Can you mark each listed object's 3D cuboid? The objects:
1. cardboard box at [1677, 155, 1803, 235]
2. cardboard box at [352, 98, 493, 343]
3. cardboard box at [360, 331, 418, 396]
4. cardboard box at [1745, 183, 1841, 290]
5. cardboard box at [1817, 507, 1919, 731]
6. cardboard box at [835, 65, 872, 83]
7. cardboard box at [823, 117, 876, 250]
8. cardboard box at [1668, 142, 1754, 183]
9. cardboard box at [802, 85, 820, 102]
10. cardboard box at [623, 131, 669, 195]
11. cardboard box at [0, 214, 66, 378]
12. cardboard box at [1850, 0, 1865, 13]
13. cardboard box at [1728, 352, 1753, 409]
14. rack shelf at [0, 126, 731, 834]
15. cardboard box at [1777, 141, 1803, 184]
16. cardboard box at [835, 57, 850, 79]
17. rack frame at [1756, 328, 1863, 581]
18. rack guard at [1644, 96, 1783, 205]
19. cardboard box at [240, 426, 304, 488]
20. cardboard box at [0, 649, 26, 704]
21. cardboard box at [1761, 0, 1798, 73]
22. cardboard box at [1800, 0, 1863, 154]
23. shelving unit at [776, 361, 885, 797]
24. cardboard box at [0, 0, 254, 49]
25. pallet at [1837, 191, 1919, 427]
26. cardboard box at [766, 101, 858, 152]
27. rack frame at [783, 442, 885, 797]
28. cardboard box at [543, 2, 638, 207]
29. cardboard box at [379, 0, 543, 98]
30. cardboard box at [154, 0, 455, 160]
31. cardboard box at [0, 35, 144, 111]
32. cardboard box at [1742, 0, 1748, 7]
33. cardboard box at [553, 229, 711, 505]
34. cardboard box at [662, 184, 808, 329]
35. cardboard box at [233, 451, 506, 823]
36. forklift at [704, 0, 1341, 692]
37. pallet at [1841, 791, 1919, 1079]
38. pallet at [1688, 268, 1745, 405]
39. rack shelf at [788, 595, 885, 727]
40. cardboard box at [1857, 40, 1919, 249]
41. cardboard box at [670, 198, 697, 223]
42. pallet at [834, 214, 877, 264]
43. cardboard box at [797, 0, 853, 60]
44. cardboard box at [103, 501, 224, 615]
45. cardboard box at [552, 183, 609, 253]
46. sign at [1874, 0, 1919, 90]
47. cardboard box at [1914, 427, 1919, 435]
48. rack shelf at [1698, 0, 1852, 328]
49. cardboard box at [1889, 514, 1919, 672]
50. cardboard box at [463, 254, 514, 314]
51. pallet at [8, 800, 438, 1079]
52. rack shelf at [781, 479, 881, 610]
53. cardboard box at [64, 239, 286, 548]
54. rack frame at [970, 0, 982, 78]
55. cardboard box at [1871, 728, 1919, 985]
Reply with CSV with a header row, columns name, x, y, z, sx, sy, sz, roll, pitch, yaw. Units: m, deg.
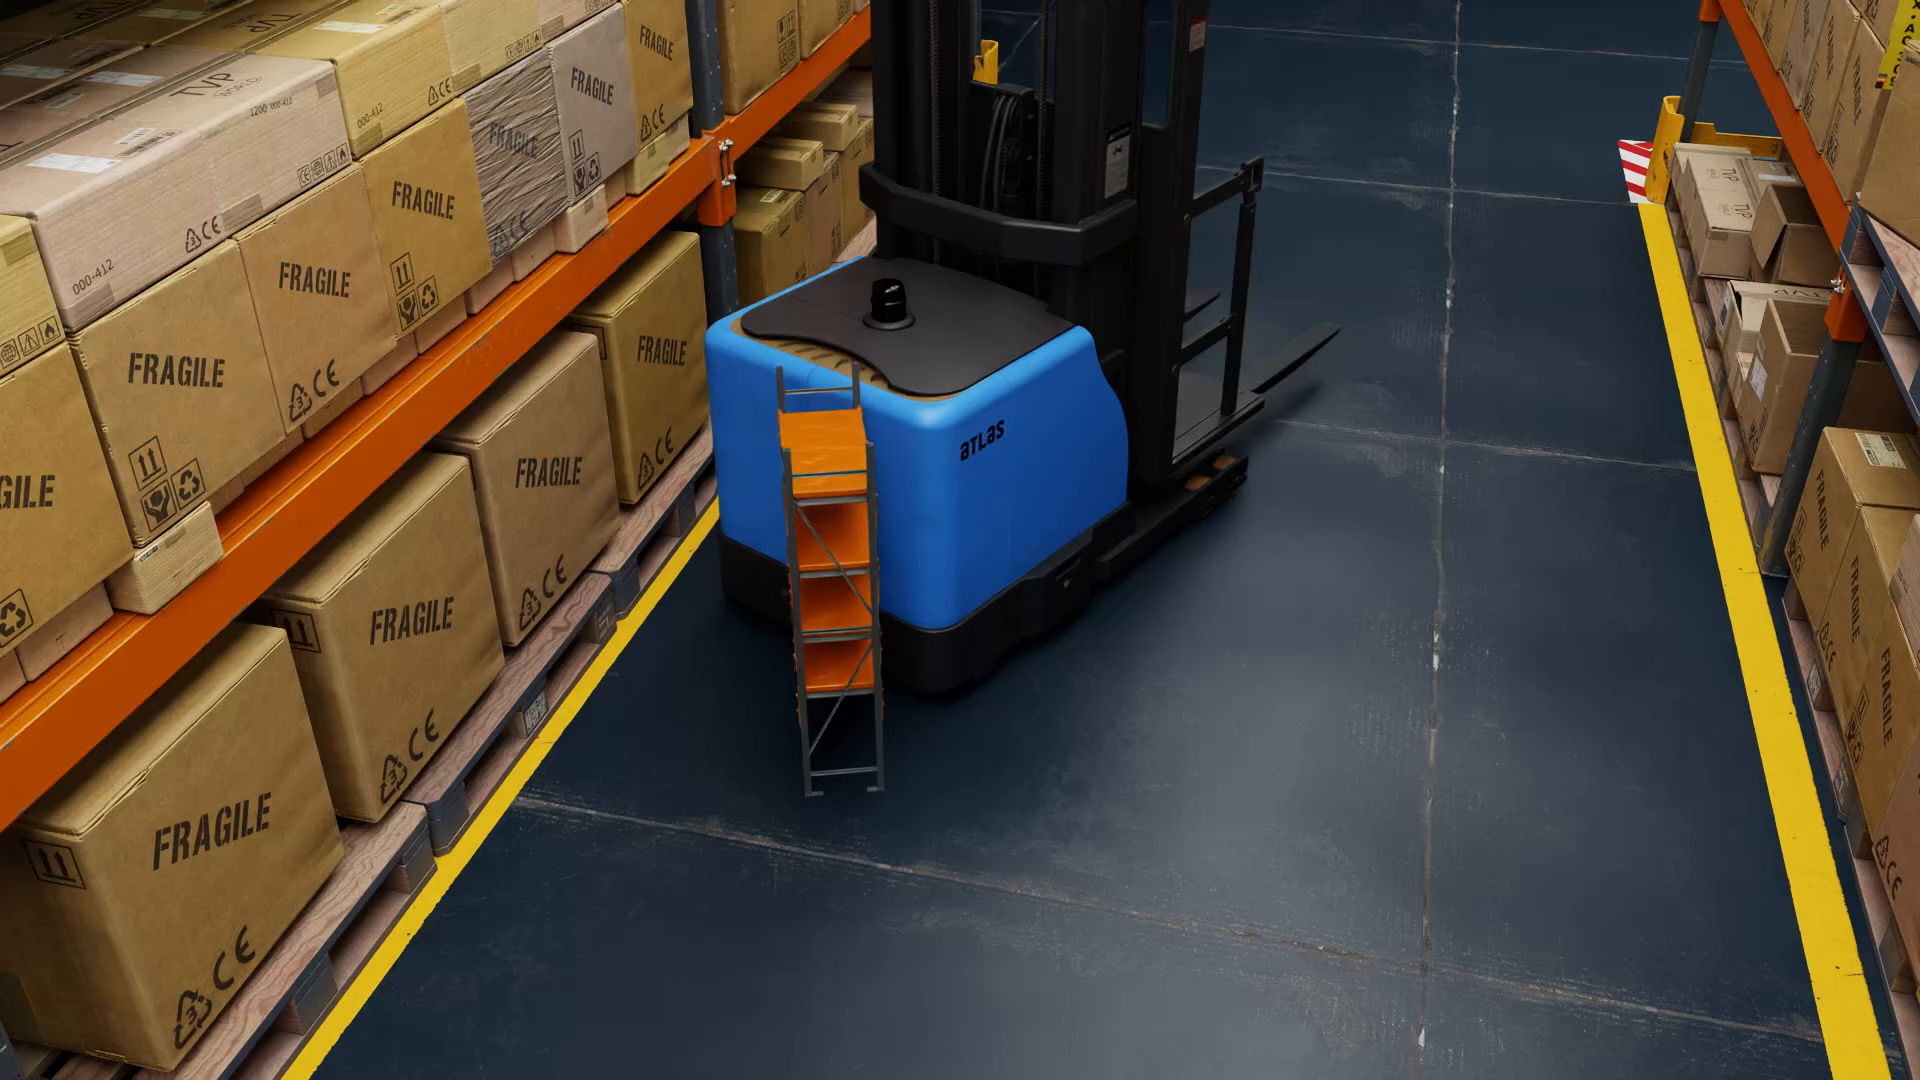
name,x,y,z,sx,sy,sz,roll,pitch,yaw
cardboard box,3.884,-1.694,8.272,0.500,0.250,0.500,8,33,12
cardboard box,-1.635,-0.885,4.458,0.500,0.500,0.500,9,34,14
cardboard box,-1.713,-0.532,4.507,0.380,0.149,0.250,8,33,13
cardboard box,3.880,-1.204,7.265,0.797,0.503,0.637,8,33,12
cardboard box,2.925,0.269,4.950,0.500,0.500,0.500,8,33,13
cardboard box,-0.577,-2.330,9.058,0.700,0.500,0.500,8,33,12
cardboard box,-0.832,-1.791,8.210,0.700,0.500,0.500,9,33,14
cardboard box,3.985,-1.984,8.822,0.380,0.149,0.250,8,33,12
cardboard box,-0.932,-2.297,8.402,0.380,0.149,0.250,8,33,13
cardboard box,-1.237,-1.323,5.750,0.380,0.149,0.250,9,33,13
cardboard box,-2.027,-0.401,2.997,0.500,0.250,0.500,9,33,14
cardboard box,3.413,-2.124,5.770,0.500,0.500,0.500,7,33,11
cardboard box,3.315,-0.616,6.670,0.380,0.149,0.250,8,33,12
rack shelf,-1.892,-0.427,4.796,1.077,0.370,4.000,8,33,12
cardboard box,4.524,-1.987,8.499,0.500,0.500,0.500,8,33,12
cardboard box,-0.804,-2.563,8.819,0.380,0.149,0.250,8,33,13
rack frame,3.408,-1.096,5.178,1.000,3.000,0.127,8,33,12
rack guard,4.404,-2.077,9.052,1.175,0.500,0.348,8,33,12
cardboard box,-1.868,-0.274,4.100,0.380,0.149,0.250,9,33,13
cardboard box,-2.092,0.265,3.252,0.380,0.149,0.250,8,33,12
cardboard box,3.671,-2.232,6.872,0.500,0.500,0.500,8,33,13
cardboard box,3.416,-1.700,6.035,0.500,0.500,0.500,9,34,14
shelving unit,-0.381,0.129,4.928,0.258,1.200,0.503,-4,33,-6
cardboard box,-2.138,-1.255,4.339,0.500,0.250,0.500,7,33,11
pallet,3.100,-0.615,4.601,1.003,0.211,1.213,8,33,12
cardboard box,-0.700,-1.963,7.875,0.380,0.149,0.250,7,33,11
rack frame,-0.349,0.259,4.724,0.240,1.200,0.015,-4,33,-6
cardboard box,-1.378,-1.405,5.275,0.500,0.500,0.500,8,33,13
cardboard box,-1.524,-1.455,4.655,0.500,0.250,0.500,9,33,13
cardboard box,-1.653,-1.191,4.239,0.500,0.250,0.500,7,33,11
cardboard box,-2.267,-0.990,3.924,0.500,0.250,0.500,7,33,11
cardboard box,3.930,-2.751,7.688,0.500,0.500,0.500,8,33,12
cardboard box,-1.424,-0.684,6.142,0.750,0.750,0.750,8,33,13
cardboard box,-1.095,-1.265,7.382,0.700,0.500,0.500,8,33,13
cardboard box,-1.857,0.220,4.721,0.750,0.750,0.750,8,33,12
forklift,0.472,-1.472,5.834,1.130,2.935,3.031,23,39,32
pallet,2.931,1.143,4.255,1.003,0.211,1.213,8,33,12
pallet,3.891,-0.911,7.486,1.003,0.211,1.213,8,33,12
rack shelf,-0.381,0.354,5.071,0.258,0.148,0.480,-4,33,-6
cardboard box,3.072,-1.100,4.700,0.700,0.500,0.500,-3,33,-4
cardboard box,-1.324,-1.491,7.133,0.380,0.149,0.250,8,33,12
pallet,-0.808,-1.611,8.587,1.003,0.211,1.213,8,33,12
cardboard box,-1.040,-2.552,7.190,0.980,0.700,0.700,7,33,11
cardboard box,-1.870,0.009,3.655,0.380,0.149,0.250,9,34,14
cardboard box,-1.357,-1.049,5.320,0.380,0.149,0.250,8,33,12
sign,2.881,-1.531,5.056,0.100,0.325,0.005,8,33,12
cardboard box,3.724,-0.335,6.078,0.500,0.311,0.500,8,33,12
rack shelf,3.916,-1.830,7.004,1.077,0.370,4.000,8,33,12
cardboard box,2.796,0.193,4.371,0.500,0.250,0.500,8,33,12
cardboard box,-1.561,-0.804,4.934,0.380,0.149,0.250,7,33,11
pallet,-2.126,1.085,4.346,1.003,0.211,1.213,8,33,12
rack shelf,-0.381,-0.003,4.844,0.258,0.148,0.480,-4,33,-6
cardboard box,-1.887,-0.357,3.626,0.500,0.500,0.500,9,34,14
rack frame,-0.369,-3.844,9.501,1.000,3.000,0.127,8,33,12
cardboard box,2.662,0.790,4.131,0.500,0.500,0.500,7,33,11
